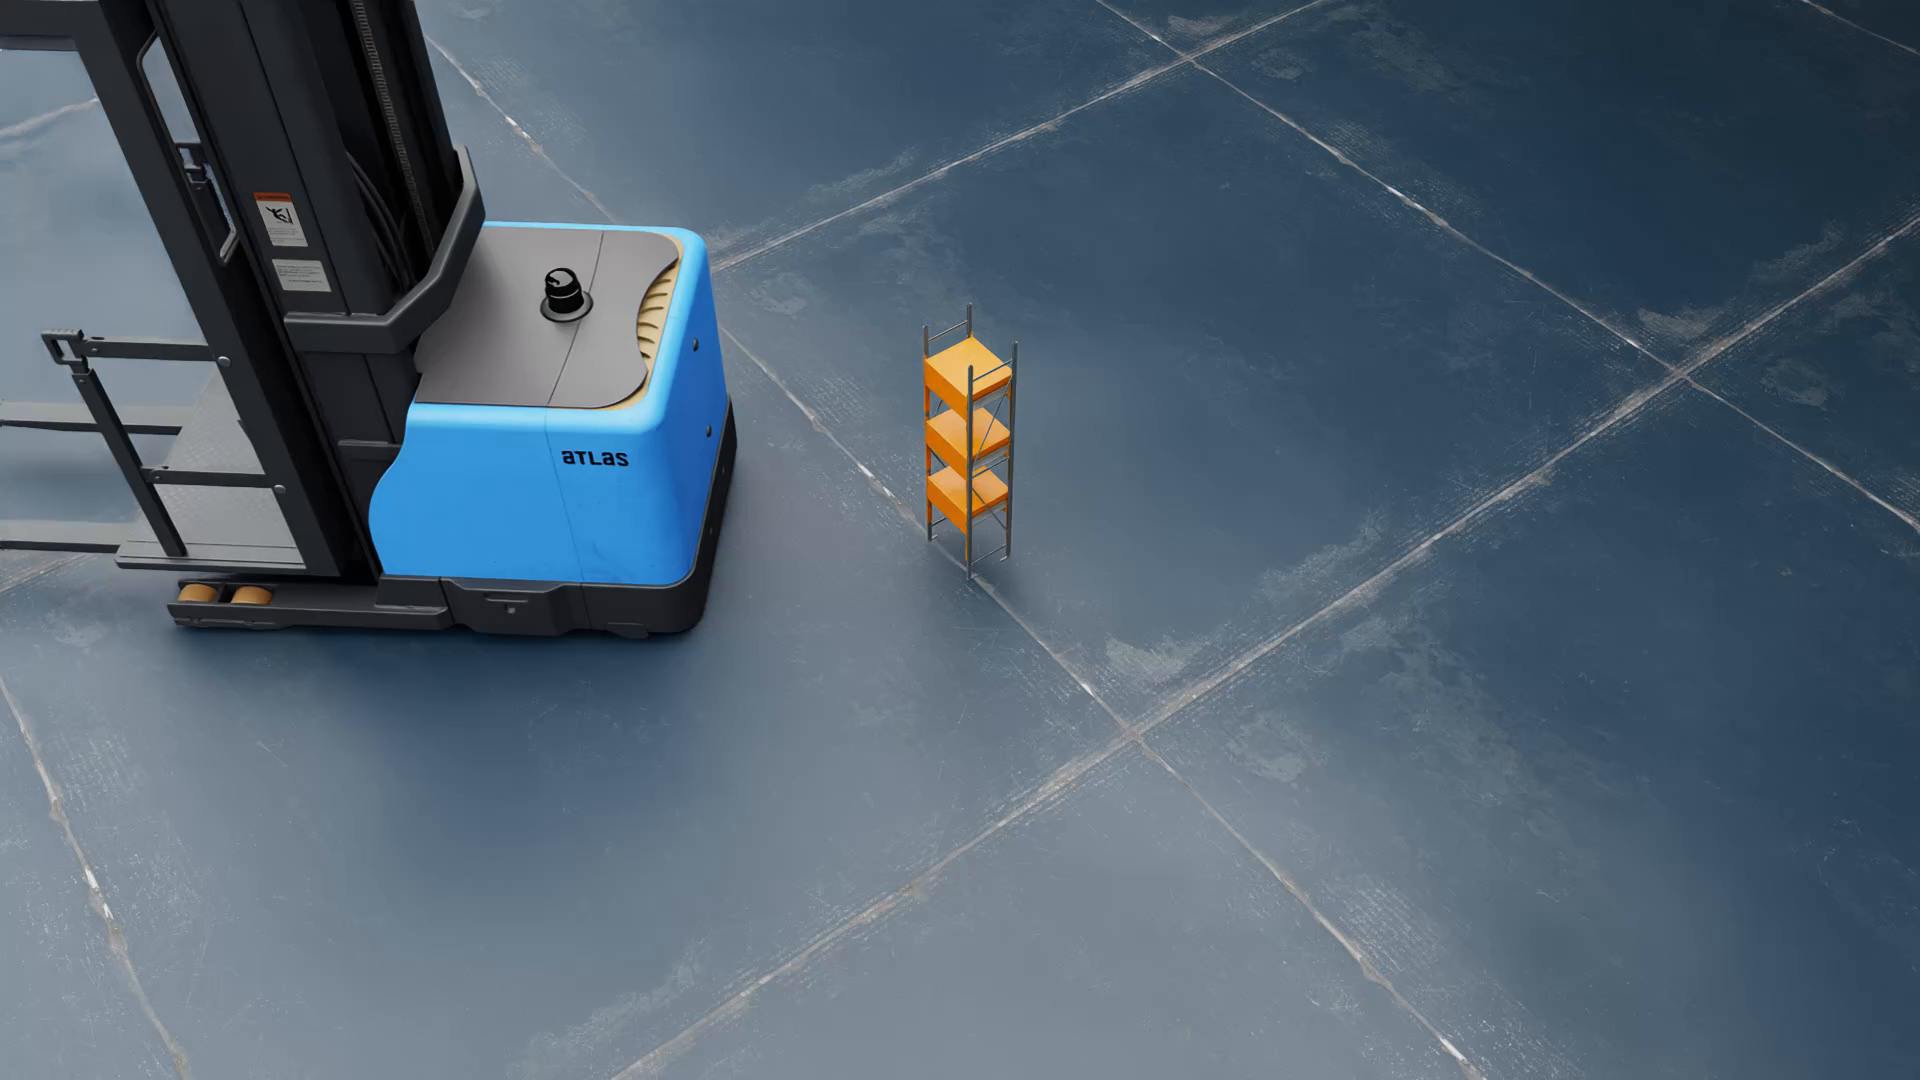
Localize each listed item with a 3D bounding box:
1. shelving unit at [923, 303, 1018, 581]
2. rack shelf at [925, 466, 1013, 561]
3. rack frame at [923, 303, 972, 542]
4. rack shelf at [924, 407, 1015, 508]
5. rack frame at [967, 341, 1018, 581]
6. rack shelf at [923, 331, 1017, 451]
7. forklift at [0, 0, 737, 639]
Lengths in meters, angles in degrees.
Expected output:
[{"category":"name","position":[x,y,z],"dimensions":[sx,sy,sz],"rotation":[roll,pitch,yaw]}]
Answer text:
[{"category":"shelving unit","position":[0.032,-0.321,5.832],"dimensions":[0.215,1.050,0.252],"rotation":[-29,54,-24]},{"category":"rack shelf","position":[0.032,-0.127,6.046],"dimensions":[0.215,0.259,0.240],"rotation":[-29,54,-24]},{"category":"rack frame","position":[-0.041,-0.393,5.898],"dimensions":[0.200,1.050,0.008],"rotation":[-29,54,-24]},{"category":"rack shelf","position":[0.032,-0.314,5.840],"dimensions":[0.215,0.259,0.240],"rotation":[-29,54,-24]},{"category":"rack frame","position":[0.106,-0.249,5.767],"dimensions":[0.200,1.050,0.008],"rotation":[-29,54,-24]},{"category":"rack shelf","position":[0.032,-0.505,5.630],"dimensions":[0.215,0.259,0.240],"rotation":[-29,54,-24]},{"category":"forklift","position":[-2.404,-1.053,5.226],"dimensions":[3.031,2.935,1.130],"rotation":[2,48,2]}]
